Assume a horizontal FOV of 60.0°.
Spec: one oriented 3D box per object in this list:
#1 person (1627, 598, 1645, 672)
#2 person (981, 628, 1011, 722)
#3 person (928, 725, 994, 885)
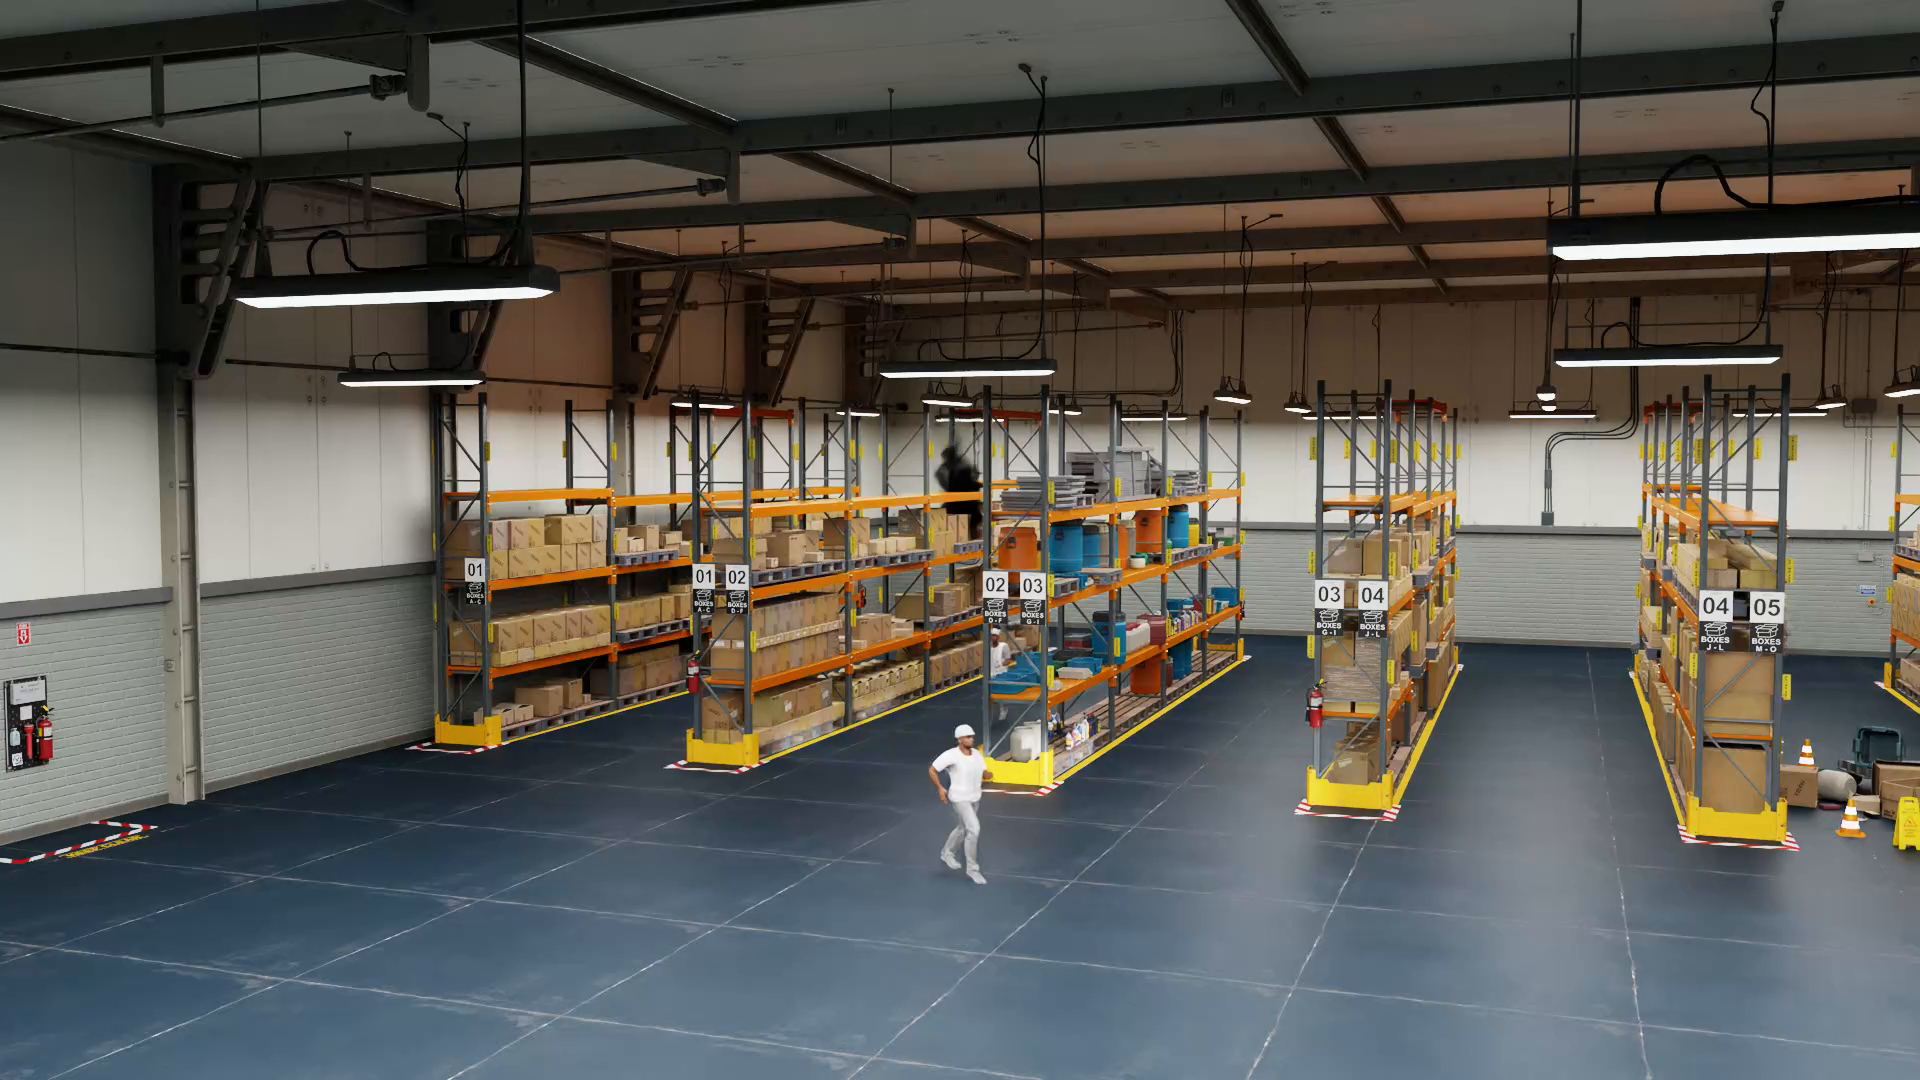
[{"bbox_3d":[15.597,2.120,37.714,0.873,1.763,0.722,0,3,1],"label":"person"},{"bbox_3d":[0.658,2.503,30.413,0.599,1.828,0.918,1,3,14],"label":"person"},{"bbox_3d":[0.047,3.072,19.502,0.807,1.823,0.677,2,4,39],"label":"person"}]
